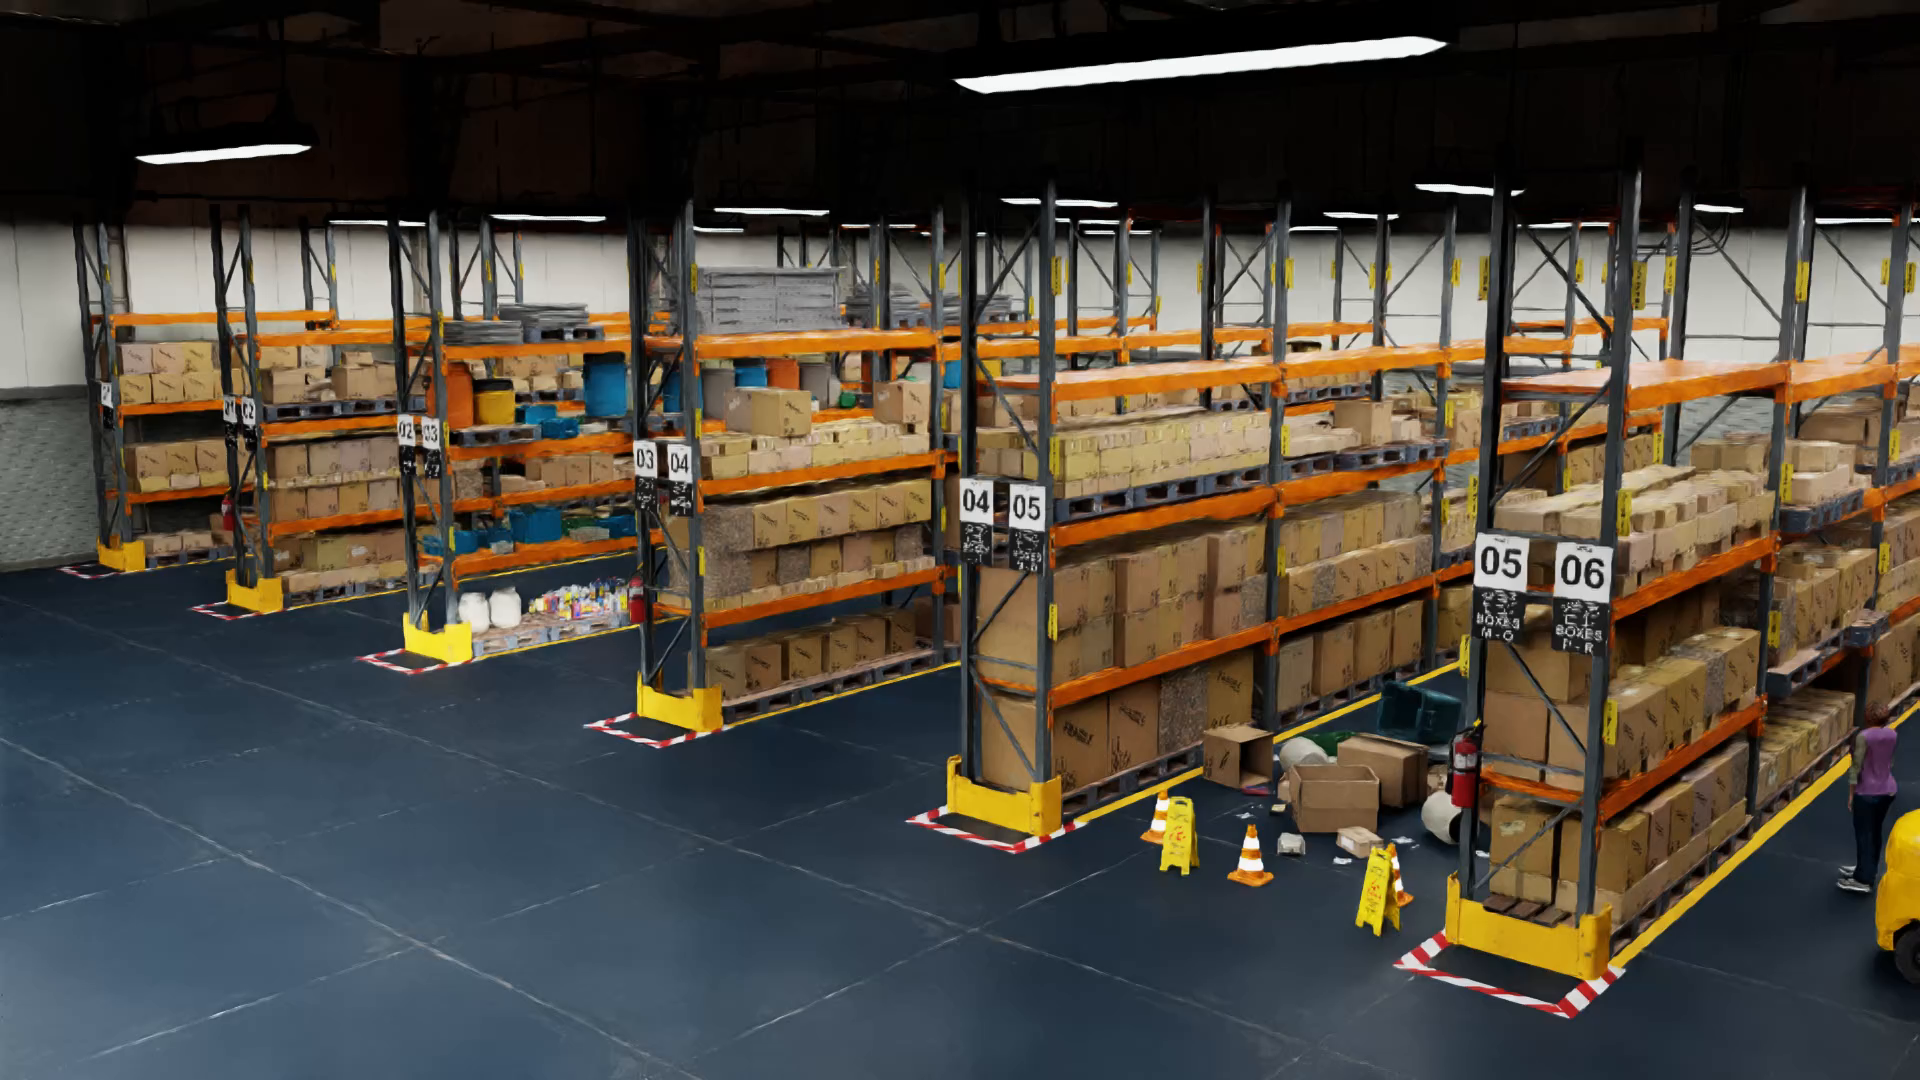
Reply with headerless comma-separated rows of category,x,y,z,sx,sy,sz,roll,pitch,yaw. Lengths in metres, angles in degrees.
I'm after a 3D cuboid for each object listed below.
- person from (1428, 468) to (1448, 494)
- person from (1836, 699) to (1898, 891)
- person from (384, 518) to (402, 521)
person,8.582,-0.619,29.920,0.375,1.655,0.633,8,13,41
person,7.529,2.104,13.807,0.467,1.588,0.449,-3,10,-17
person,-9.867,-0.460,28.796,0.566,1.706,1.122,9,13,42
